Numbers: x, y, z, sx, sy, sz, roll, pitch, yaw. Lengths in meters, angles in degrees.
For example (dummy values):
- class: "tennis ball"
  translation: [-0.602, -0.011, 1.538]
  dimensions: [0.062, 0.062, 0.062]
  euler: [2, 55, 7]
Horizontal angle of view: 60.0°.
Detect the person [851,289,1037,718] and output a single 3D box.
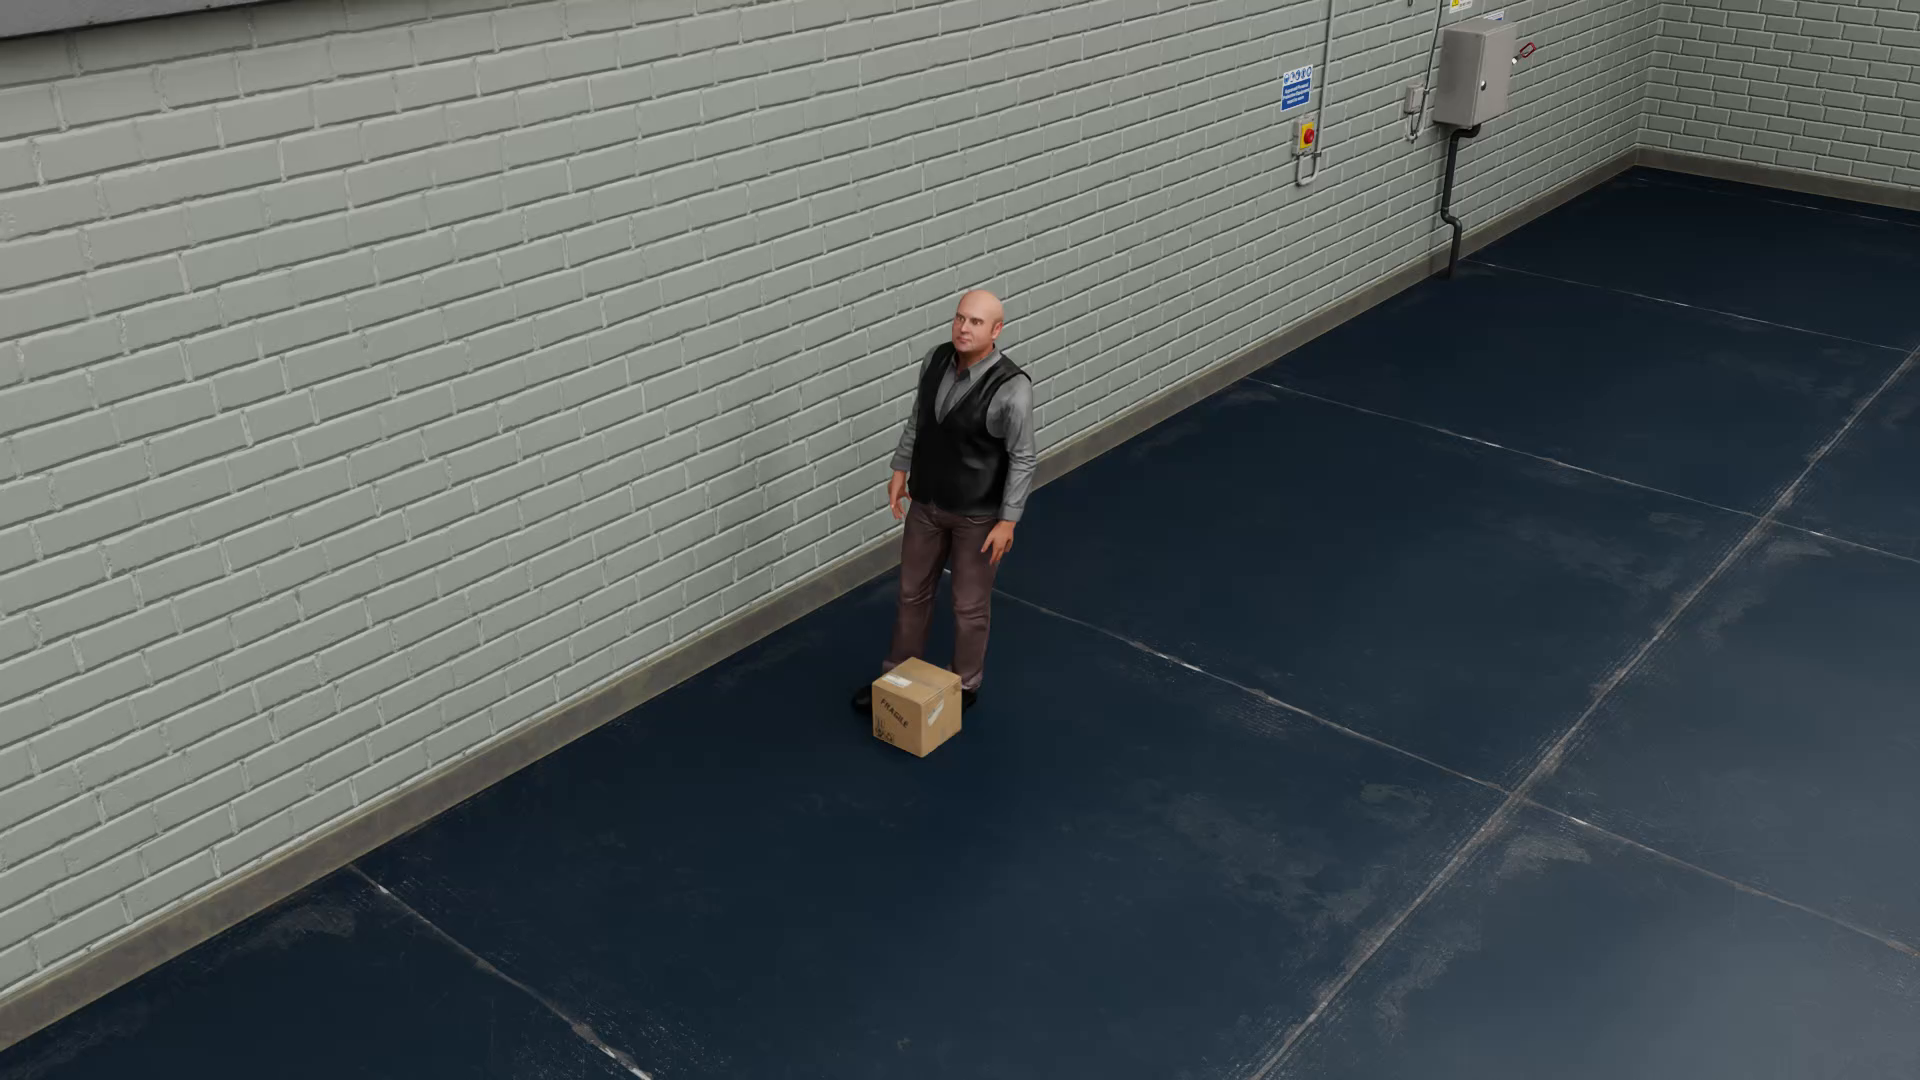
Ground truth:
- class: "person"
  translation: [-0.048, -0.101, 6.324]
  dimensions: [0.626, 1.721, 0.567]
  euler: [21, 34, 35]
